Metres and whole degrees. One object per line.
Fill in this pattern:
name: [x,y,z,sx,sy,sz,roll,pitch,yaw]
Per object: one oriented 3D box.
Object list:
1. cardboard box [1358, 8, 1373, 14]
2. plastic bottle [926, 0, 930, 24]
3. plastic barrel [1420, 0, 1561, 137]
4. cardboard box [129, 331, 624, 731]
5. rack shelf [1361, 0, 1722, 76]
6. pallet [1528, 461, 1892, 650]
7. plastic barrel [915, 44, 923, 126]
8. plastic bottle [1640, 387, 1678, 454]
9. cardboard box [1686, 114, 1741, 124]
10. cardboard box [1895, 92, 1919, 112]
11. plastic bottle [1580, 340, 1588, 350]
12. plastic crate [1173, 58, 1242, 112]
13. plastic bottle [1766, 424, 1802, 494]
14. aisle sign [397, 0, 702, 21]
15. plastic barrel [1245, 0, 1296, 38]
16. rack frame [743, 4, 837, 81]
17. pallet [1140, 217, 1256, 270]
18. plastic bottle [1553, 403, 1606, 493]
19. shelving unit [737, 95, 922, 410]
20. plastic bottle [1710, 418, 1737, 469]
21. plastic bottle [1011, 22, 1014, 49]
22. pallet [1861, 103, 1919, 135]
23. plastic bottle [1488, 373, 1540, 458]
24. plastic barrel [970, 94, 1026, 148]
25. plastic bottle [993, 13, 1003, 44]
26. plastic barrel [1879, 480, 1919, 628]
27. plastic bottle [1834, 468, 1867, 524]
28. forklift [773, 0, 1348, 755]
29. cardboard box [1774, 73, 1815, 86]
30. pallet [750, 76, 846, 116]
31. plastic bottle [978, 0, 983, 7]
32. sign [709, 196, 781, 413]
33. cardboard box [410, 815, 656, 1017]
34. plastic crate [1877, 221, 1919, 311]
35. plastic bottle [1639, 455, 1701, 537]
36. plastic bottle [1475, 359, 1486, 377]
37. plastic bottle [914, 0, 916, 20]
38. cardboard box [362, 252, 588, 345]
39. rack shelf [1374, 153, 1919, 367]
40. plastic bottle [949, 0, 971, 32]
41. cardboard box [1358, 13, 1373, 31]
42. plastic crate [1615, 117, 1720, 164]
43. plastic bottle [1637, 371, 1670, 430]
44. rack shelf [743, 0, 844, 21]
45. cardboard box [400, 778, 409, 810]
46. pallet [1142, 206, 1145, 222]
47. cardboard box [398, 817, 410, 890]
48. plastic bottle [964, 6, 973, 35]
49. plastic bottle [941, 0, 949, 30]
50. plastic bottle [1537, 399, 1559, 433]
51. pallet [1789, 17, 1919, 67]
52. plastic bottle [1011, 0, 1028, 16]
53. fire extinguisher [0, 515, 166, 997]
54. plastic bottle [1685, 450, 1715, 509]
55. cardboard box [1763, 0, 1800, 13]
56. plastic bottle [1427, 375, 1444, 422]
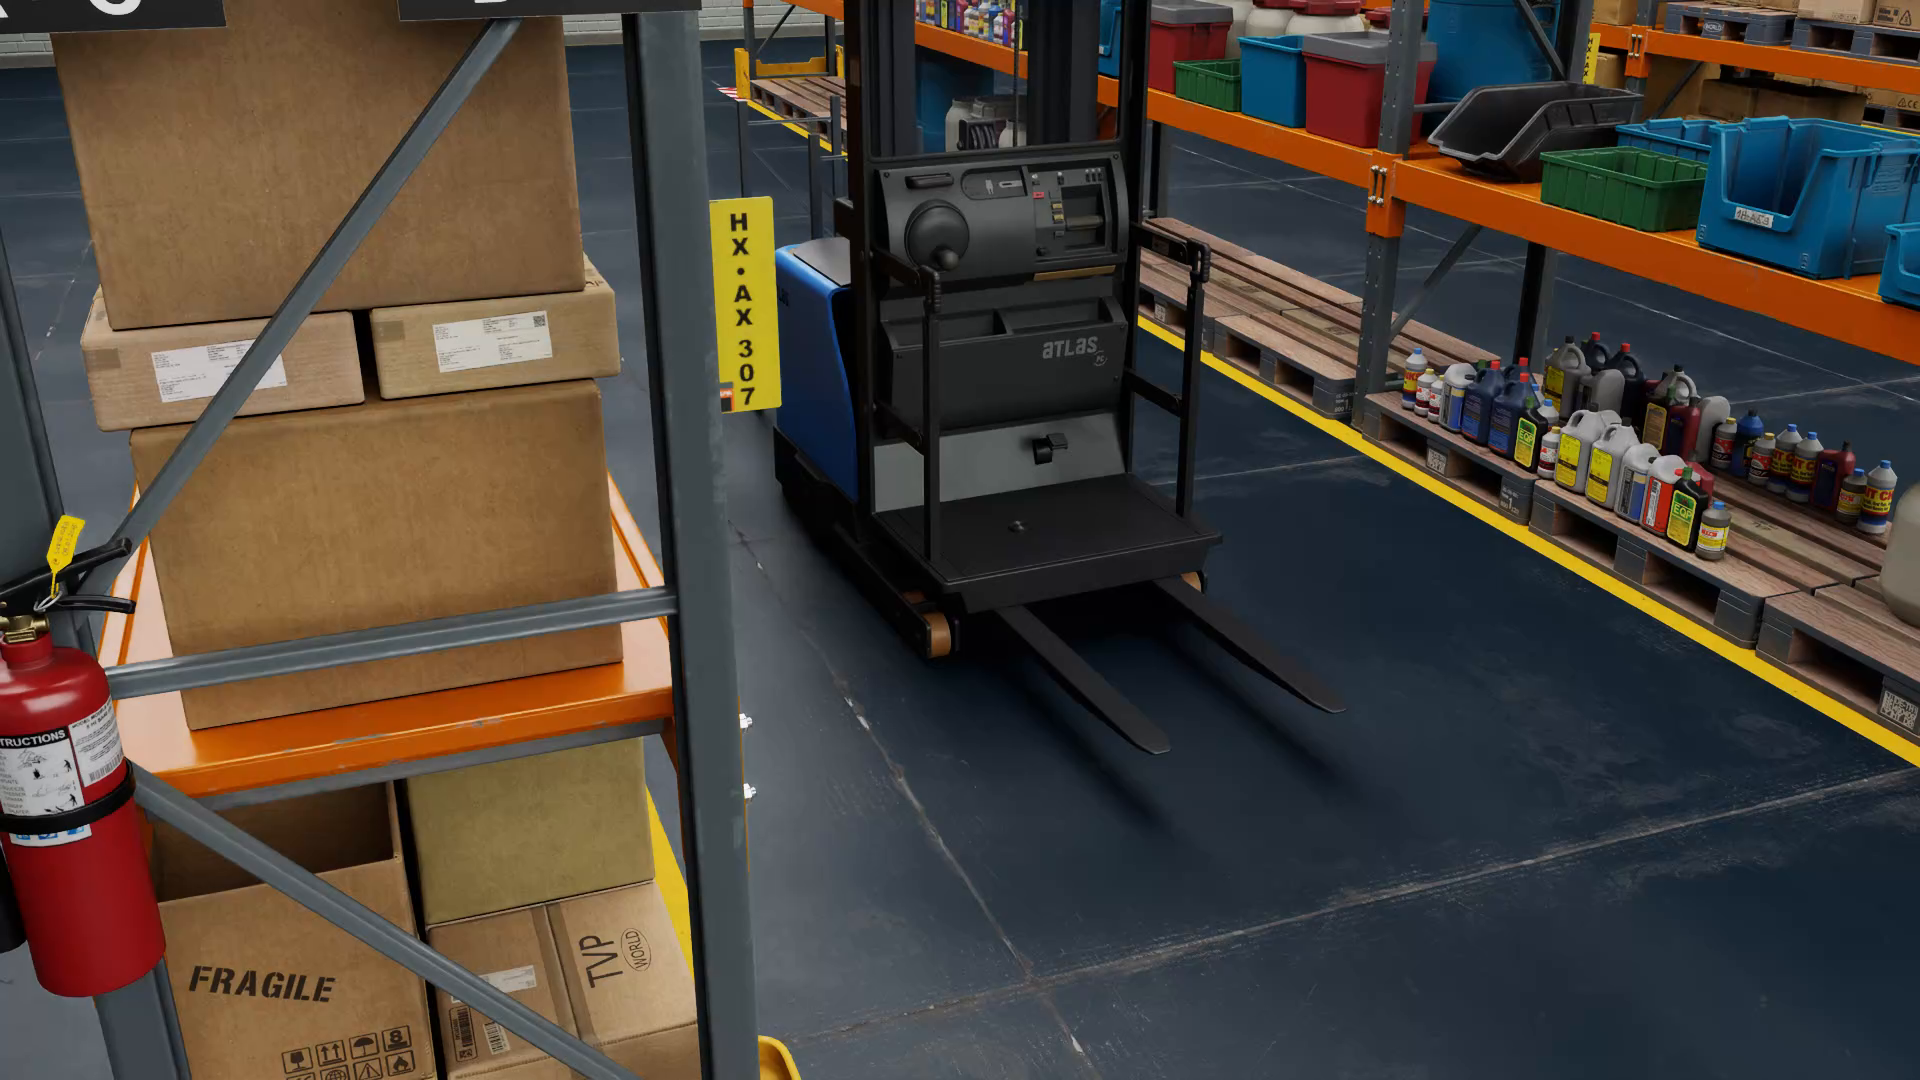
cardboard box: [4.025,-5.025,17.004,0.875,0.875,0.875,-8,24,-19]
plastic bottle: [-0.218,-4.134,12.861,0.097,0.271,0.097,0,23,0]
plastic barrel: [2.523,-2.386,7.904,0.600,0.901,0.708,-8,24,-19]
cardboard box: [-0.999,-0.059,2.899,0.700,0.500,0.500,-8,24,-19]
rack shelf: [4.890,-4.501,14.494,1.077,0.370,4.000,-8,24,-19]
pallet: [3.009,0.006,6.465,1.003,0.211,1.213,-8,24,-19]
plastic barrel: [-0.274,-3.906,14.317,0.600,0.901,0.708,-8,24,-19]
plastic bottle: [2.968,-0.519,7.051,0.061,0.283,0.133,-8,24,-19]
cardboard box: [5.852,-2.916,12.459,0.700,0.500,0.500,-10,25,-22]
cardboard box: [9.414,-4.374,15.943,0.500,0.500,0.500,-9,25,-21]
plastic bottle: [2.855,-0.795,7.704,0.061,0.283,0.133,-7,24,-16]
plastic crate: [1.497,-2.469,9.020,0.450,0.188,0.662,-8,24,-19]
plastic bottle: [3.284,-0.328,6.612,0.097,0.271,0.097,0,23,0]
aisle sign: [-0.536,-1.058,2.050,0.394,0.787,0.004,-8,24,-19]
plastic barrel: [1.831,-2.837,9.444,0.433,0.535,0.433,0,23,0]
rack frame: [-1.863,-6.333,17.914,1.000,3.000,0.127,-8,24,-19]
pallet: [1.201,-1.855,10.879,1.003,0.211,1.213,-8,24,-19]
plastic bottle: [2.490,-0.382,6.638,0.144,0.351,0.185,-9,24,-19]
shelving unit: [-0.599,-1.202,7.672,0.538,1.500,1.048,-10,25,-22]
plastic bottle: [3.176,-0.406,6.888,0.097,0.201,0.097,0,23,0]
plastic bottle: [0.397,-3.468,11.371,0.097,0.201,0.097,0,23,0]
pallet: [9.571,-4.192,16.423,1.003,0.211,1.213,-8,24,-19]
plastic bottle: [2.340,-0.536,7.005,0.144,0.351,0.185,-9,25,-21]
plastic barrel: [0.375,-3.095,12.794,0.600,0.588,0.708,-8,24,-19]
plastic bottle: [0.282,-3.587,11.654,0.097,0.201,0.097,0,23,0]
plastic barrel: [3.308,0.022,5.497,0.421,0.512,0.421,0,23,0]
plastic bottle: [3.404,-0.172,6.333,0.097,0.201,0.097,0,23,0]
forklift: [0.251,-1.127,5.650,1.130,2.935,3.031,-10,25,-22]
cardboard box: [8.872,-4.940,17.286,0.500,0.500,0.500,-7,24,-17]
pallet: [-1.608,-4.743,17.732,1.003,0.211,1.213,-8,24,-19]
plastic bottle: [0.189,-4.382,13.450,0.097,0.271,0.097,0,23,0]
sign: [-0.325,-0.351,2.504,0.100,0.325,0.005,-8,24,-19]
cardboard box: [-1.007,0.826,3.929,0.500,0.250,0.500,-8,24,-19]
plastic crate: [3.108,-0.829,5.046,0.499,0.251,0.408,-8,24,-19]
plastic bottle: [2.667,-0.170,6.231,0.152,0.276,0.135,-8,24,-19]
plastic bottle: [2.318,-0.649,7.359,0.061,0.283,0.133,-8,24,-19]
plastic bottle: [-0.316,-4.266,13.169,0.152,0.276,0.135,-8,24,-19]
cardboard box: [-0.879,-0.454,3.001,0.380,0.149,0.250,-9,24,-20]
rack shelf: [3.083,-0.915,5.985,1.077,0.370,4.000,-8,24,-19]
plastic bottle: [0.000,-3.971,12.373,0.144,0.351,0.185,-8,24,-19]
cardboard box: [4.428,-4.544,15.864,1.225,0.875,0.875,-8,24,-19]
plastic crate: [3.021,-1.540,6.732,0.499,0.251,0.616,-8,24,-19]
plastic bottle: [3.038,-0.606,7.258,0.061,0.283,0.133,-7,24,-15]
rack shelf: [-1.156,-5.275,16.330,1.077,0.370,4.000,-8,24,-19]
cardboard box: [-1.194,0.300,4.210,0.500,0.500,0.500,-8,24,-19]
pallet: [0.646,-2.422,12.225,1.003,0.211,1.213,-8,24,-19]
cardboard box: [-1.500,0.898,3.757,0.500,0.250,0.500,-8,24,-19]
plastic bottle: [0.075,-3.799,12.158,0.097,0.201,0.097,0,23,0]
plastic bottle: [-0.095,-3.992,12.510,0.061,0.283,0.133,-8,24,-19]
plastic bottle: [2.427,-0.451,6.905,0.097,0.271,0.097,0,23,0]
pallet: [6.334,-3.304,10.974,1.003,0.211,1.213,-8,24,-19]
plastic bottle: [0.475,-4.098,12.674,0.144,0.351,0.185,-8,24,-19]
fire extinguisher: [-1.239,0.301,2.274,0.296,0.674,0.183,-8,24,-19]
plastic bottle: [2.766,-0.188,6.265,0.061,0.283,0.133,-8,24,-19]
cardboard box: [6.116,-3.966,11.628,0.700,0.500,0.500,-5,23,-11]
plastic bottle: [2.151,-0.637,7.435,0.097,0.201,0.097,0,23,0]
